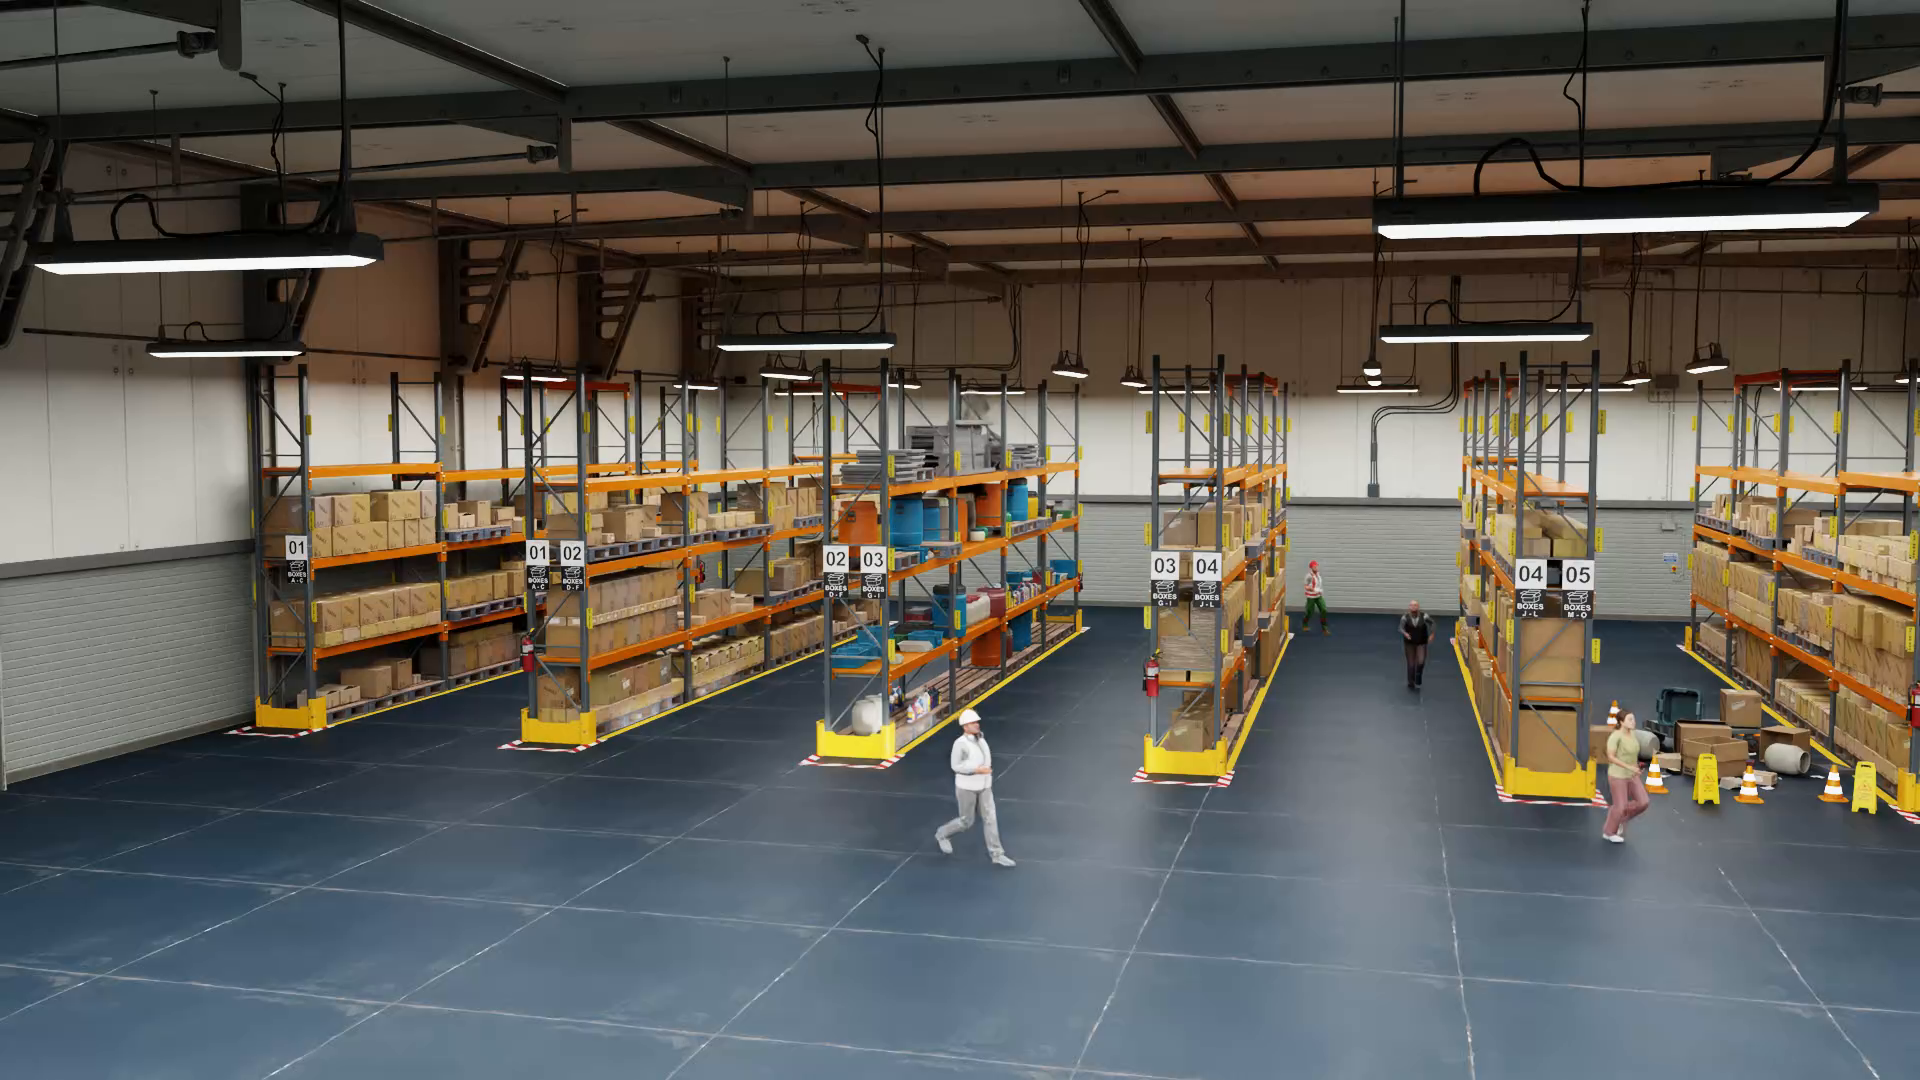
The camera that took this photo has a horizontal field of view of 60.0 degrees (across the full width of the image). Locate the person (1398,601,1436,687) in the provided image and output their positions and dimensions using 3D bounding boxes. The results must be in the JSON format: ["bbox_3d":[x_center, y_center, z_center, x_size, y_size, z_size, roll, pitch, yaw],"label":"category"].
[{"bbox_3d":[8.638,1.983,31.472,0.678,1.675,0.756,1,4,18],"label":"person"}]

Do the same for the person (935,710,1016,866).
[{"bbox_3d":[0.179,2.796,18.899,1.054,1.732,0.672,4,5,42],"label":"person"}]

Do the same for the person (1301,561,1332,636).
[{"bbox_3d":[8.420,1.377,39.674,0.694,1.803,0.838,-2,5,-31],"label":"person"}]

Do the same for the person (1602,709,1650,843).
[{"bbox_3d":[7.945,2.821,19.834,0.562,1.625,0.612,-2,4,-28],"label":"person"}]
